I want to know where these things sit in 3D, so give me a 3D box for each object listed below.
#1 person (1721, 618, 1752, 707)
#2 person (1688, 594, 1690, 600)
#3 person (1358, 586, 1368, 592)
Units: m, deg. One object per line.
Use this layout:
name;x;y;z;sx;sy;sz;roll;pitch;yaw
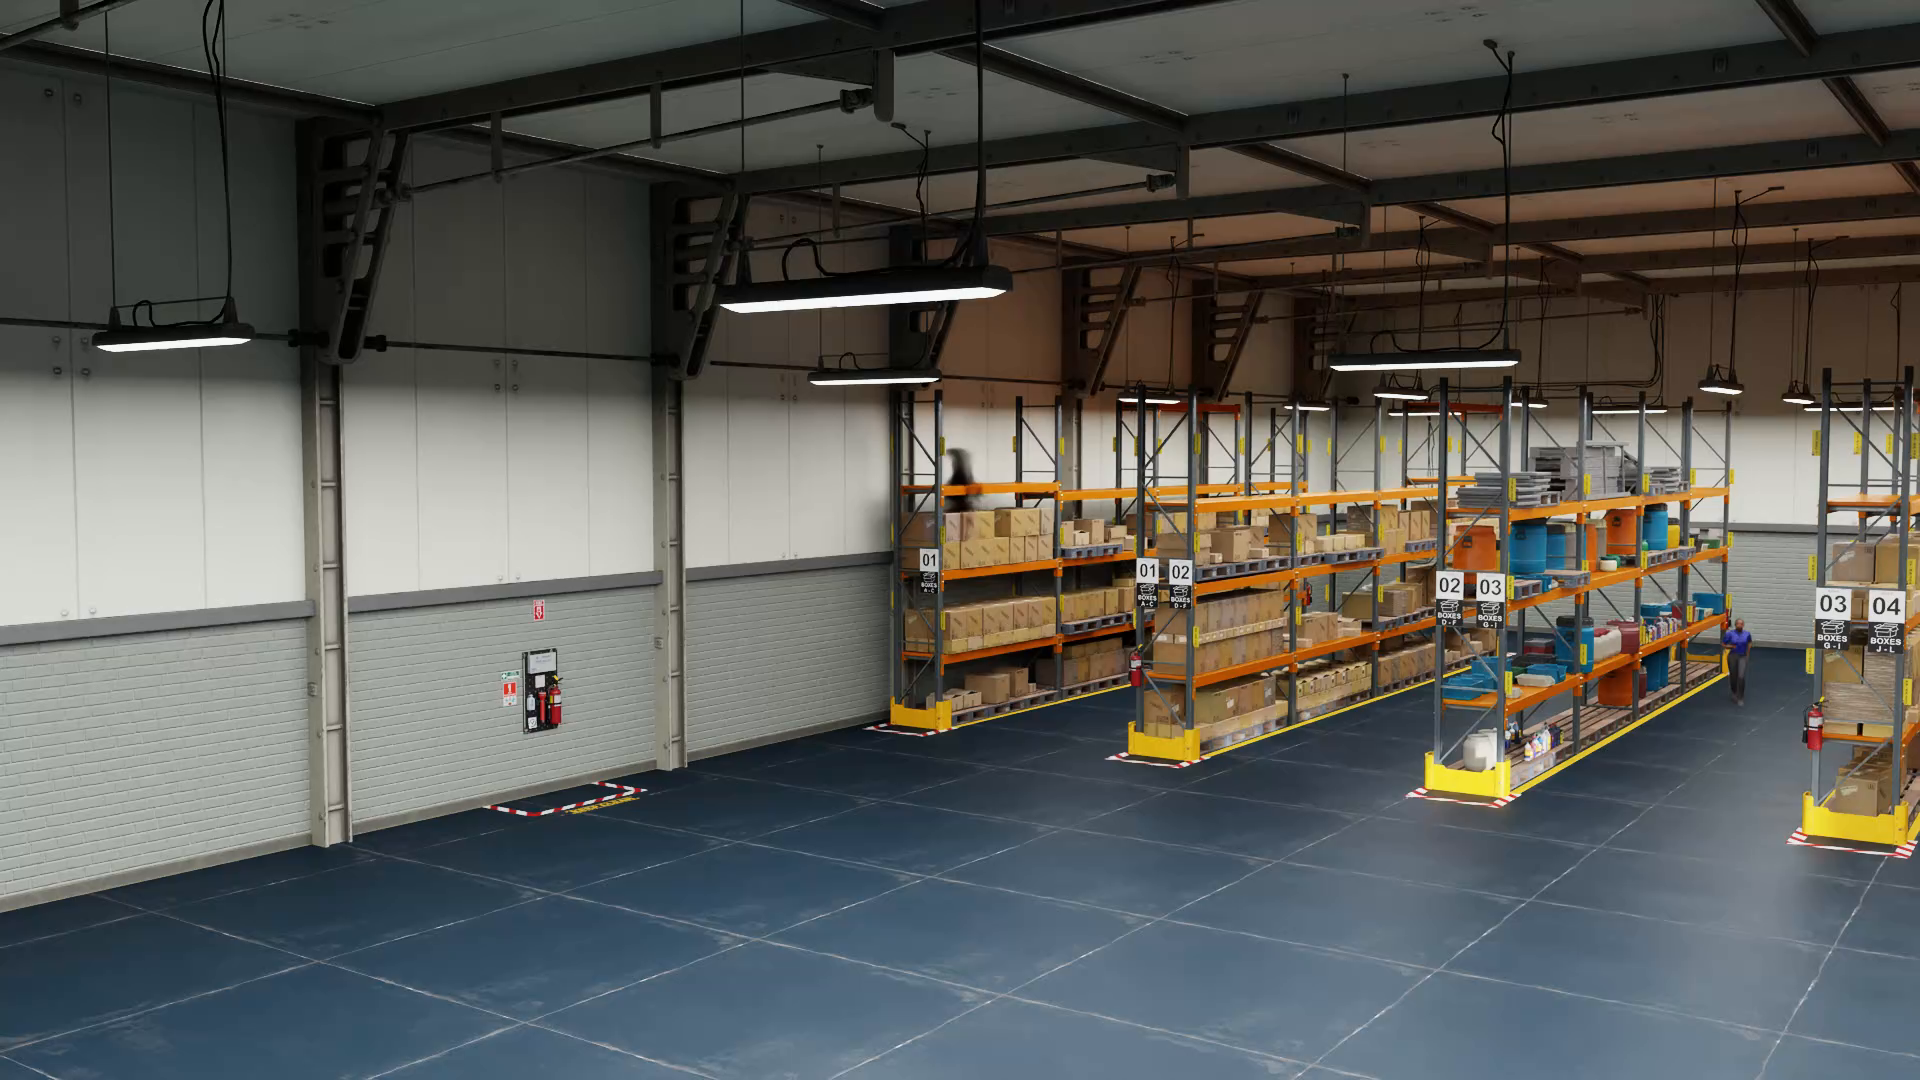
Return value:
person;15.105;2.359;32.343;0.571;1.697;0.847;1;3;20
person;16.463;1.988;38.290;0.615;1.707;0.969;-3;4;-42
person;9.282;1.951;38.457;0.626;1.780;0.691;2;4;32
